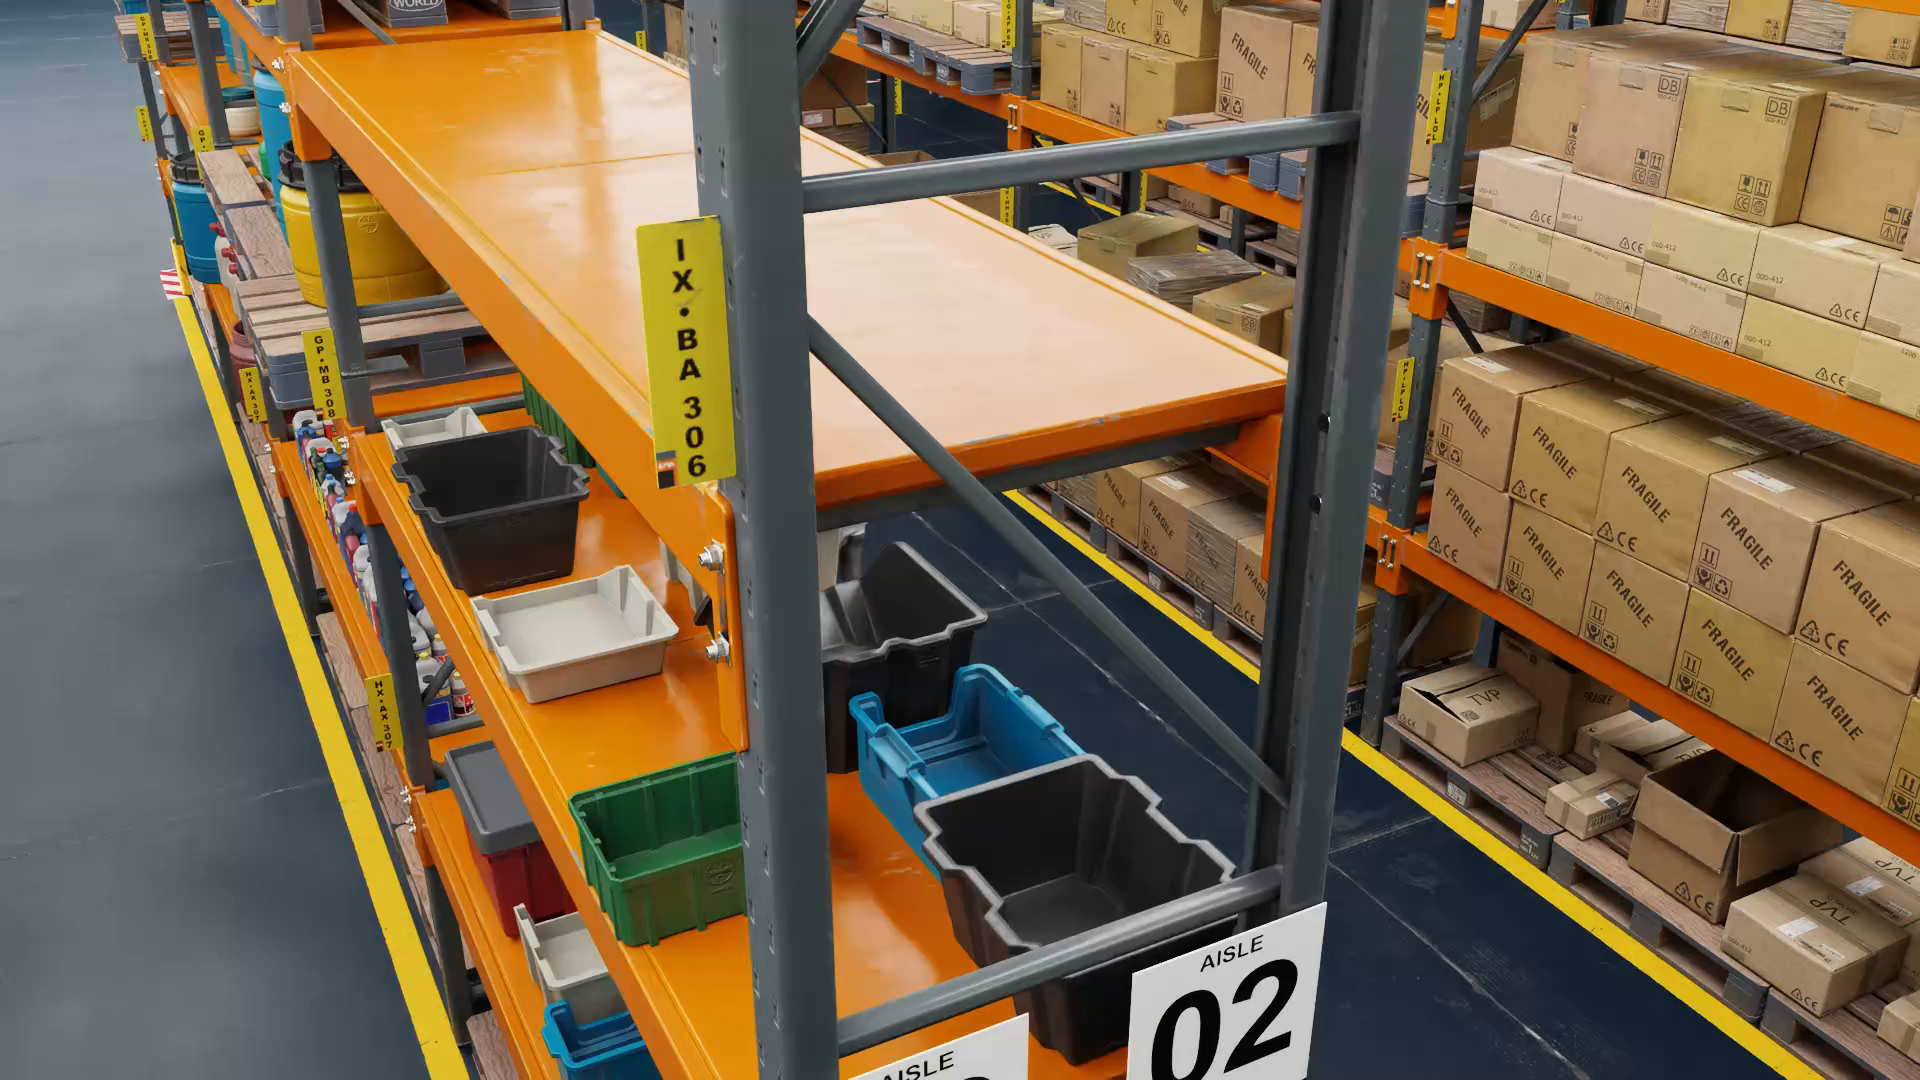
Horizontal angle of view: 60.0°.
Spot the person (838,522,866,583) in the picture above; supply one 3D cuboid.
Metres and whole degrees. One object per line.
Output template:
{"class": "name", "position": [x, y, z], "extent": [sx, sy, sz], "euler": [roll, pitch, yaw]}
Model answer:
{"class": "person", "position": [-0.677, -0.017, 9.685], "extent": [0.492, 1.628, 0.424], "euler": [22, 33, 38]}
